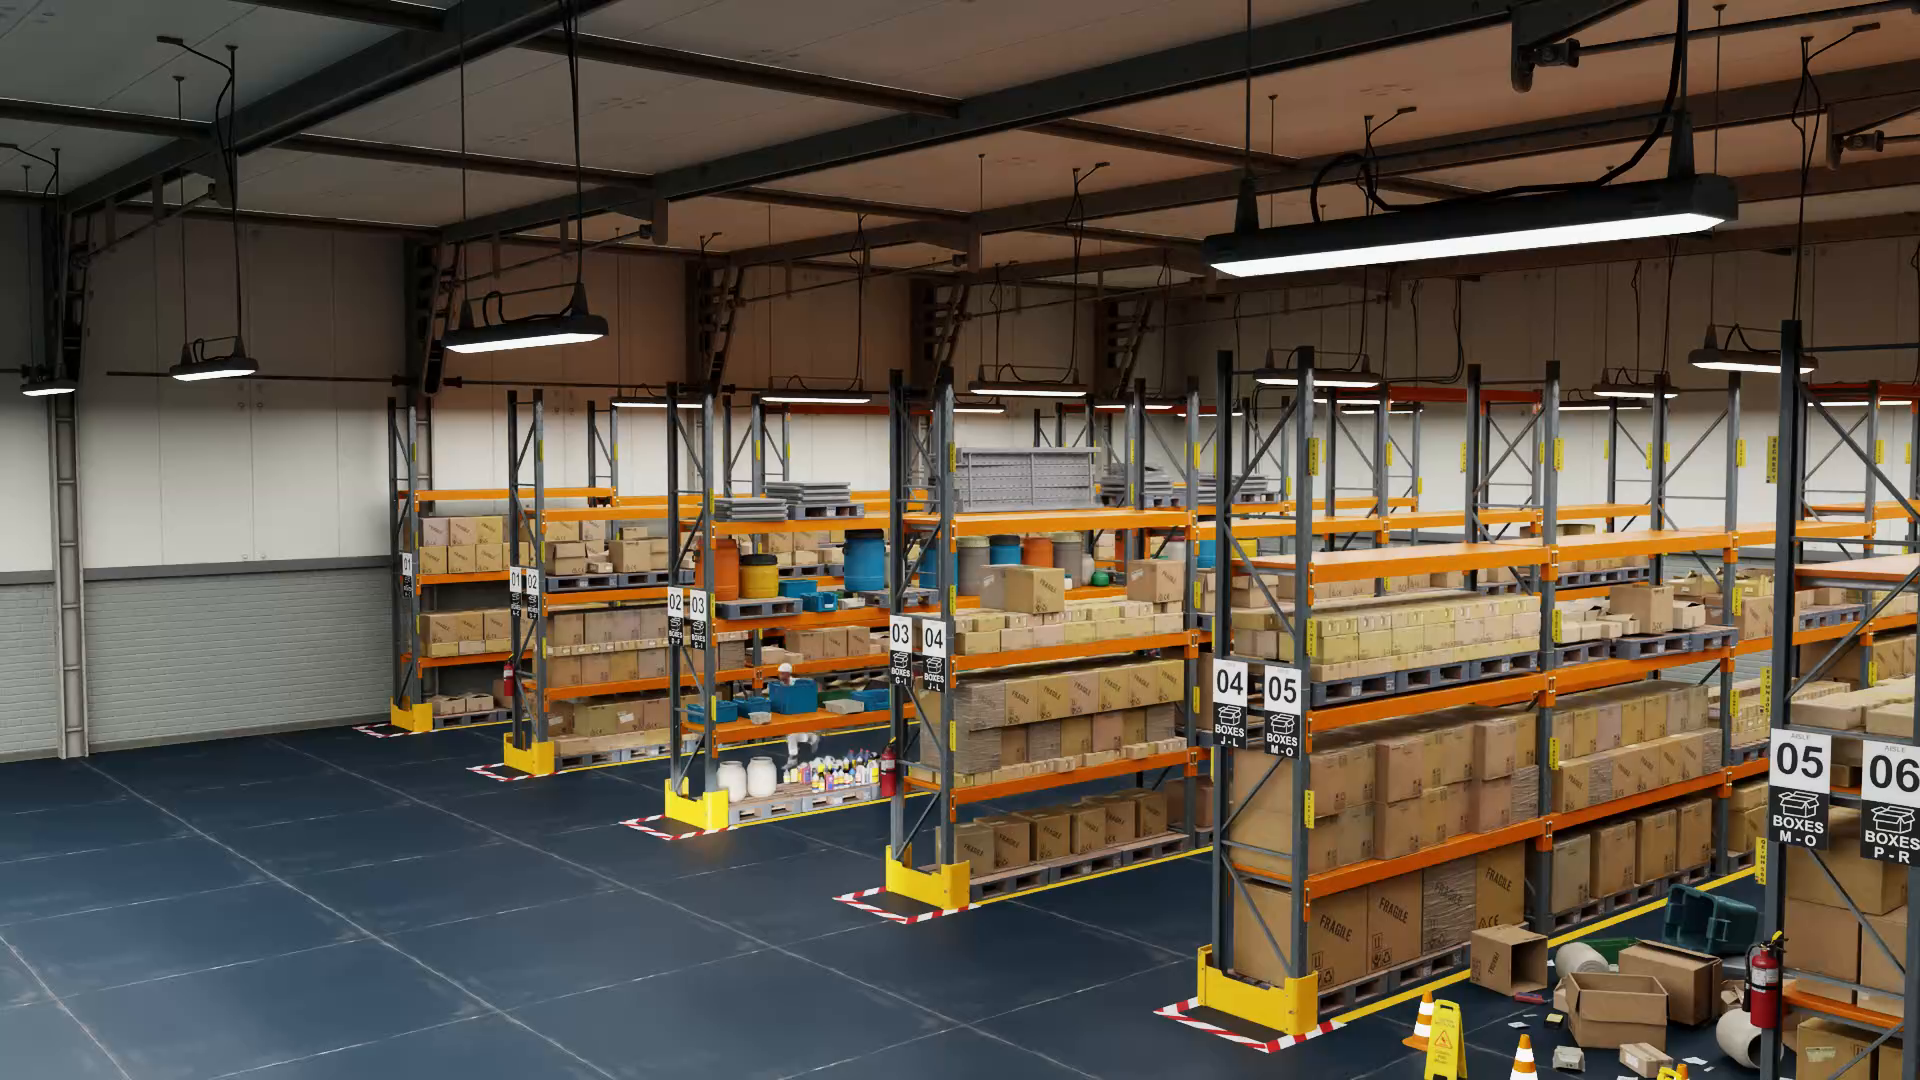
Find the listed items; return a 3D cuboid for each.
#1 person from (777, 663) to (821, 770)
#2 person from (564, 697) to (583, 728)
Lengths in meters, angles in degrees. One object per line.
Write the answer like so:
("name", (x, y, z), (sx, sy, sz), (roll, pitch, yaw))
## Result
("person", (-2.551, 2.787, 26.432), (0.657, 1.719, 0.887), (3, 4, 42))
("person", (-6.668, 2.673, 28.379), (0.558, 1.667, 0.569), (3, 5, 43))
